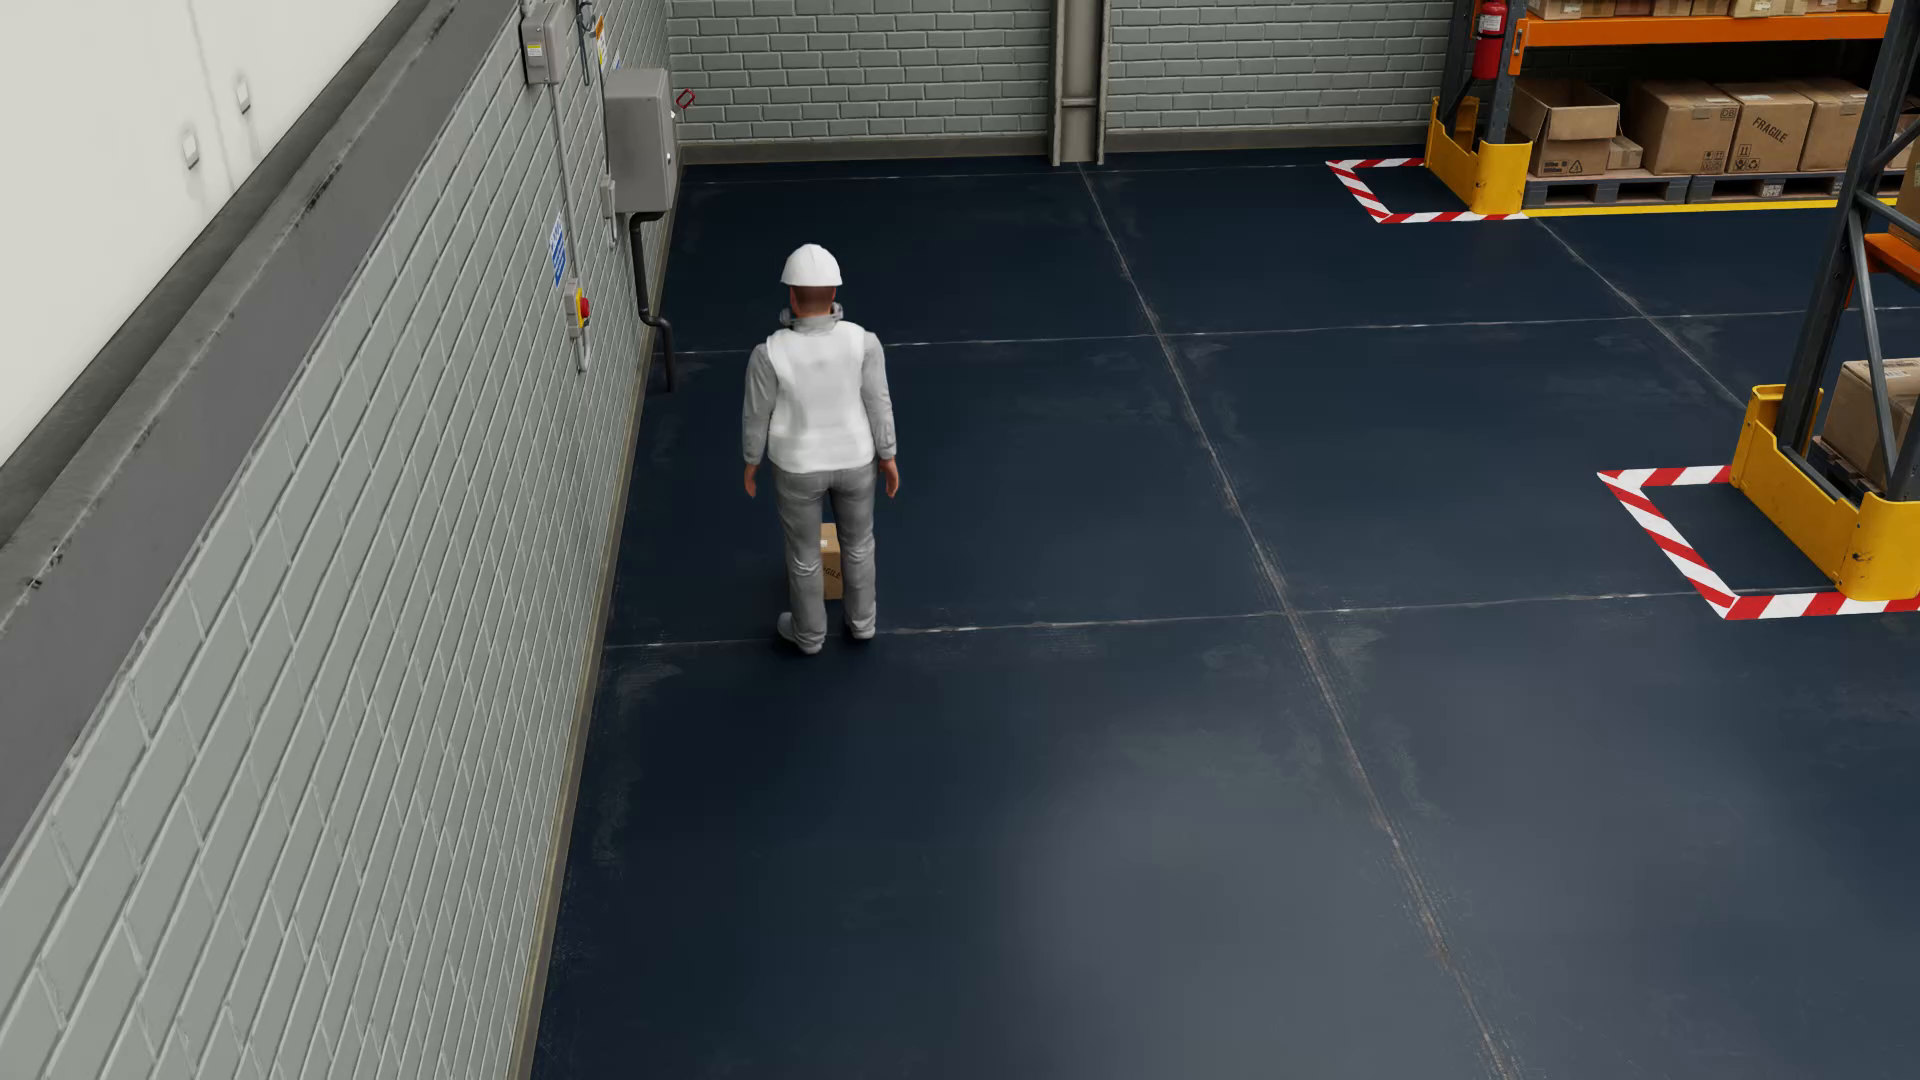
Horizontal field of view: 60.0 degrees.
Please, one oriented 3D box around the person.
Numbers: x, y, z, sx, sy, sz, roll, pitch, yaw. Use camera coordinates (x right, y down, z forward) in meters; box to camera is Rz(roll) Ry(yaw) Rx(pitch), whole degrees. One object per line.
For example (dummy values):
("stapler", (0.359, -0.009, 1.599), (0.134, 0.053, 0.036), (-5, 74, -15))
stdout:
("person", (-0.568, -0.334, 6.644), (0.598, 1.791, 0.448), (-7, 32, -12))
